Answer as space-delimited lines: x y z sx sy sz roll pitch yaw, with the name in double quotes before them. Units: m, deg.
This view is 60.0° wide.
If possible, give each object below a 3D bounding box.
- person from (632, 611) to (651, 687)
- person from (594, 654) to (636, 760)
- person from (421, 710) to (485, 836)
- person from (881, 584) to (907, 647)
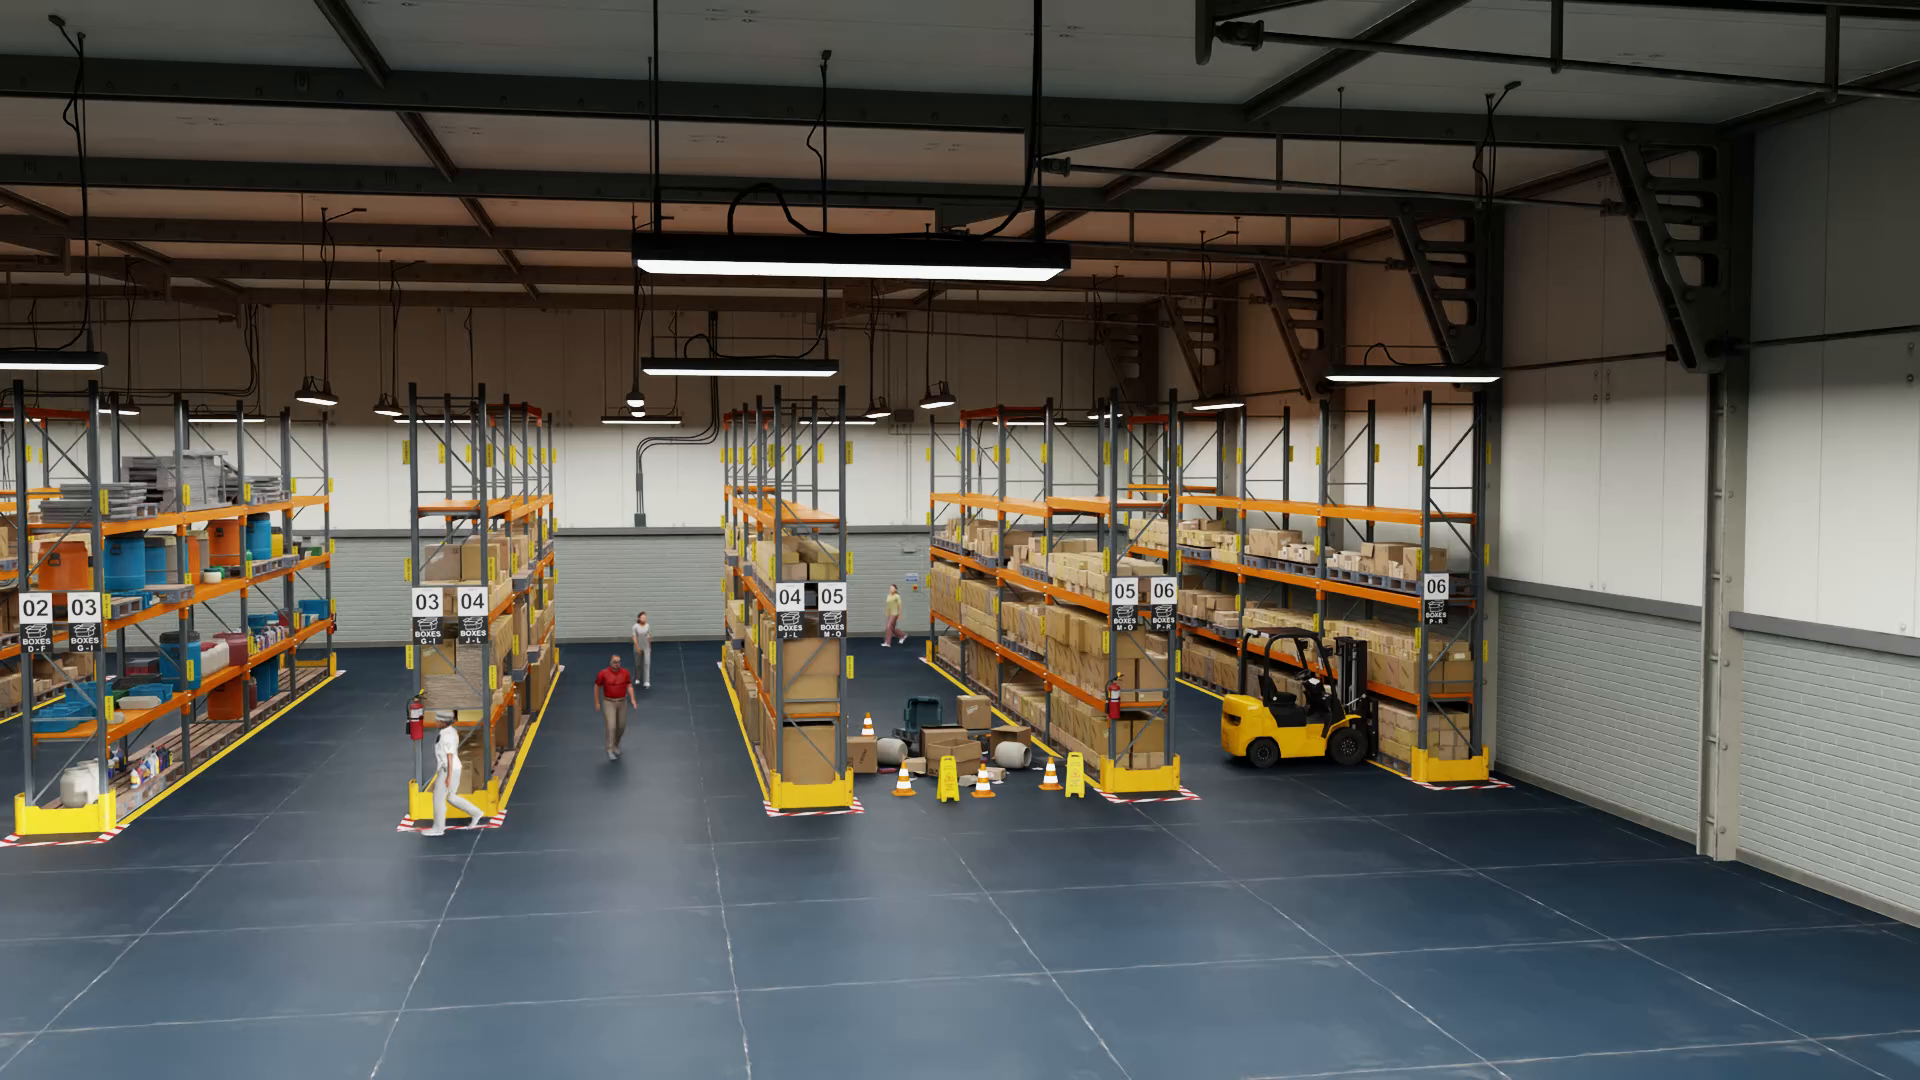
"person" -6.867 2.354 35.988 0.450 1.607 1.009 -1 3 -24
"person" -5.732 2.744 27.624 0.602 1.721 0.782 -2 4 -38
"person" -6.714 3.066 21.985 0.790 1.632 0.551 -1 3 -10
"person" -1.729 1.972 43.568 0.920 1.626 0.425 -2 4 -37
